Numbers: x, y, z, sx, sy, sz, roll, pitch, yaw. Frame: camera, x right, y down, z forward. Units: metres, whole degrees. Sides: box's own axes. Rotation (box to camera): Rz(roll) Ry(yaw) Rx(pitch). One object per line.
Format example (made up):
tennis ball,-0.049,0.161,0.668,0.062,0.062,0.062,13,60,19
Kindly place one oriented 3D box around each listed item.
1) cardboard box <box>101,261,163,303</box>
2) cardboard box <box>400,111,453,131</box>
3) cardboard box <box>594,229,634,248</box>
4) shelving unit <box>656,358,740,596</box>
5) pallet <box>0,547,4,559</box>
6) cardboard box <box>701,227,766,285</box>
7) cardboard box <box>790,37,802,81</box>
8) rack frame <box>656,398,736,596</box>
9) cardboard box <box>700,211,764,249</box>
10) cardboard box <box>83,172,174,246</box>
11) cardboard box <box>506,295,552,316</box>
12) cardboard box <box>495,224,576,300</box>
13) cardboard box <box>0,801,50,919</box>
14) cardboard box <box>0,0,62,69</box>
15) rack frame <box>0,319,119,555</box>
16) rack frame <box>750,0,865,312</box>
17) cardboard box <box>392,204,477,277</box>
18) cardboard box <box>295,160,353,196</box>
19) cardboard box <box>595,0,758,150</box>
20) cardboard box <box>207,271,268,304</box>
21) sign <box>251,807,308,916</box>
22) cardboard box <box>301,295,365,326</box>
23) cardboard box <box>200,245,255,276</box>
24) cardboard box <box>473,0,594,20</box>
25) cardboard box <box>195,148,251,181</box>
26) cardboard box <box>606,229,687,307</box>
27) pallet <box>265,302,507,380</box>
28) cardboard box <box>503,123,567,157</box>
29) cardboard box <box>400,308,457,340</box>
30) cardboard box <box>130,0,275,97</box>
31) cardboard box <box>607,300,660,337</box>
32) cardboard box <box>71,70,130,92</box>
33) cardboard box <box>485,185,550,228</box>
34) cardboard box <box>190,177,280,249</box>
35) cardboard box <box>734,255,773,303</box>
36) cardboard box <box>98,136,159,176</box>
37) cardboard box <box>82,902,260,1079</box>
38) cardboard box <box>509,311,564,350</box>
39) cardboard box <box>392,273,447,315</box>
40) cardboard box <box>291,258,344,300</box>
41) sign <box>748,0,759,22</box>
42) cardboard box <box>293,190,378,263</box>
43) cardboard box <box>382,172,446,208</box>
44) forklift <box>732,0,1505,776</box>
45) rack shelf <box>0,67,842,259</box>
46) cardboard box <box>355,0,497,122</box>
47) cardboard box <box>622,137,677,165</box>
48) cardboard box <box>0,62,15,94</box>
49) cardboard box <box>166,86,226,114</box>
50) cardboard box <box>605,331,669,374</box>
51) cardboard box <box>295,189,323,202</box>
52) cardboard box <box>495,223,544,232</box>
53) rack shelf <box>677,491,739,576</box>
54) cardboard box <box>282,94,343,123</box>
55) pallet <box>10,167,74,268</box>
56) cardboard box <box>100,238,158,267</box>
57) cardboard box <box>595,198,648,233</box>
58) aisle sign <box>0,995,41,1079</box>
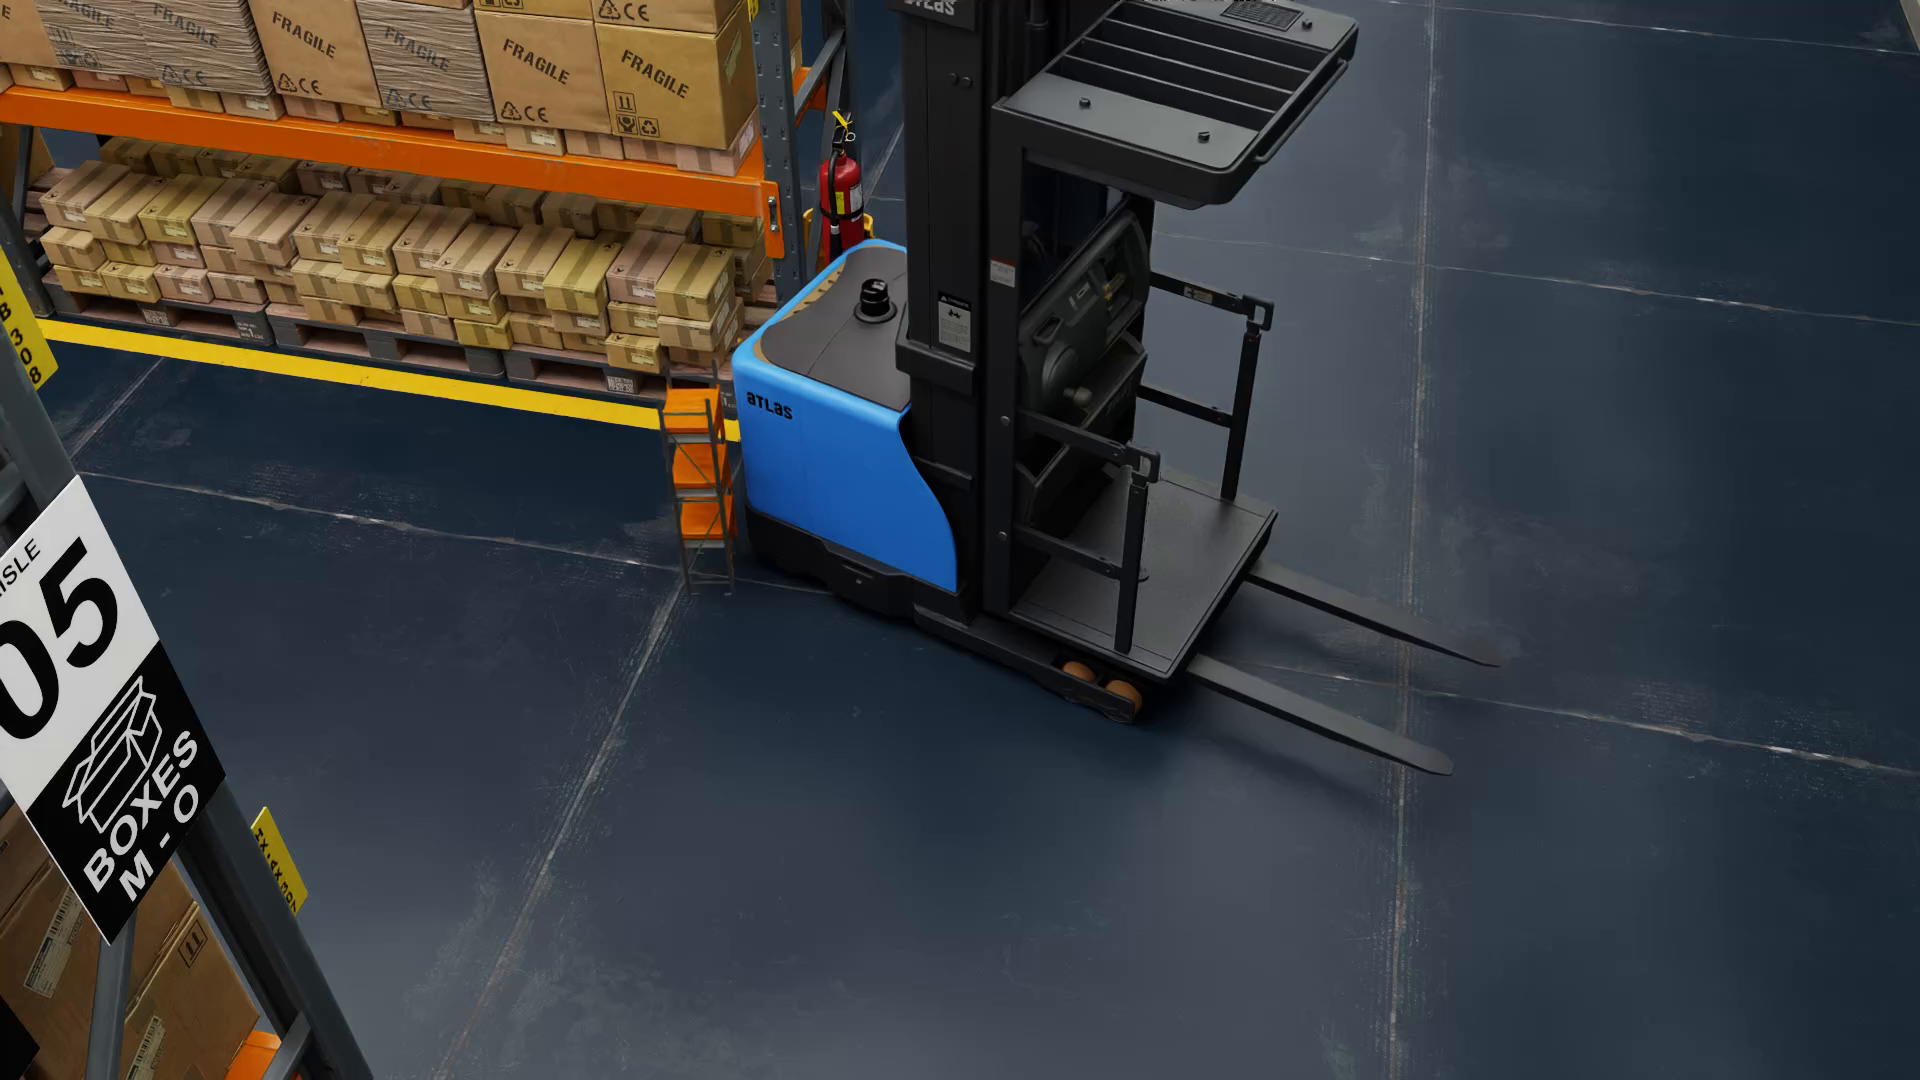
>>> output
cardboard box,-3.993,-1.349,8.202,0.250,0.149,0.380,10,45,10
cardboard box,-2.252,-1.955,7.259,0.250,0.149,0.380,7,44,7
cardboard box,-1.603,-1.473,8.116,0.250,0.149,0.380,9,45,10
shelving unit,-1.043,-0.234,6.696,0.215,1.050,0.252,0,44,0
pallet,-2.343,0.279,2.658,1.213,0.211,1.003,9,45,9
cardboard box,-1.090,-1.417,8.057,0.250,0.149,0.380,11,45,11
cardboard box,-0.879,-2.113,7.423,0.250,0.149,0.380,8,45,9
rack frame,-1.041,-0.150,6.608,0.200,1.050,0.008,0,44,0
cardboard box,-1.072,-1.580,8.013,0.250,0.149,0.380,7,44,7
cardboard box,-3.991,-1.602,8.036,0.250,0.149,0.380,11,45,11
cardboard box,-1.959,-1.238,7.872,0.250,0.149,0.380,8,45,9
cardboard box,-1.958,-1.292,7.713,0.250,0.149,0.380,7,44,7
cardboard box,-1.903,0.562,3.202,0.250,0.149,0.380,10,45,10
cardboard box,-4.110,-2.436,7.291,0.500,0.500,0.500,8,44,8
rack frame,-1.617,-0.728,1.478,0.127,3.000,1.000,9,45,9
rack frame,-0.634,-1.932,7.055,0.127,3.000,1.000,9,45,9
cardboard box,-2.466,-1.410,7.835,0.250,0.149,0.380,7,44,8
cardboard box,-3.111,-1.883,8.328,0.250,0.149,0.380,7,44,7
cardboard box,-1.129,-1.969,6.806,0.500,0.500,0.500,10,45,10
cardboard box,-3.481,-1.342,8.194,0.250,0.149,0.380,8,44,8
sign,-1.490,0.718,3.620,0.005,0.325,0.100,9,45,9
cardboard box,-2.978,-1.221,8.068,0.250,0.149,0.380,8,44,8
cardboard box,-3.479,-1.465,8.107,0.250,0.149,0.380,7,44,7
cardboard box,-1.630,-2.413,6.547,0.500,0.500,0.500,7,44,8
cardboard box,-3.631,-1.954,8.401,0.250,0.149,0.380,8,45,9
cardboard box,-1.439,-1.256,7.676,0.250,0.149,0.380,10,45,10
pallet,-2.681,-1.272,8.380,1.213,0.211,1.003,9,45,9
cardboard box,-1.751,-1.814,7.112,0.250,0.149,0.380,10,45,10
cardboard box,-2.475,-1.143,7.988,0.250,0.149,0.380,10,45,10
cardboard box,-3.142,-2.265,7.114,0.500,0.500,0.500,8,44,8
cardboard box,-1.455,-1.126,7.756,0.250,0.149,0.380,8,44,8
cardboard box,-3.793,-2.189,7.503,0.250,0.149,0.380,7,44,7
cardboard box,-2.113,-1.695,8.132,0.250,0.149,0.380,10,45,11
cardboard box,-3.474,-1.573,8.005,0.250,0.149,0.380,8,44,8
cardboard box,-1.076,-1.352,8.205,0.250,0.149,0.380,10,45,10
cardboard box,-4.134,-1.999,8.448,0.250,0.149,0.380,10,45,10
cardboard box,-2.022,1.130,3.801,0.500,0.500,0.500,9,45,9
cardboard box,-1.950,-1.092,7.935,0.250,0.149,0.380,9,45,9
cardboard box,-2.474,-1.249,7.883,0.250,0.149,0.380,11,45,11
cardboard box,-2.983,-1.326,7.963,0.250,0.149,0.380,9,45,9
sign,-0.775,-2.091,6.156,0.005,0.325,0.100,9,45,9
cardboard box,-2.960,-1.494,7.923,0.250,0.149,0.380,7,44,7
cardboard box,-2.626,-1.739,8.178,0.250,0.149,0.380,9,45,9
forklift,0.632,-0.772,5.898,3.031,2.935,1.130,22,48,21
rack shelf,-2.586,-1.976,7.619,4.000,0.370,1.077,9,45,9
cardboard box,-2.128,-2.121,6.964,0.500,0.500,0.500,9,45,9
cardboard box,-1.249,-1.763,7.060,0.250,0.149,0.380,9,45,9
cardboard box,-4.333,-2.183,7.496,0.250,0.149,0.380,10,45,11
cardboard box,-3.297,-2.062,7.370,0.250,0.149,0.380,10,45,10
cardboard box,-1.467,-0.965,7.803,0.250,0.149,0.380,10,45,10
cardboard box,-3.153,-1.746,8.399,0.250,0.149,0.380,10,45,10
cardboard box,-2.109,-1.562,8.208,0.250,0.149,0.380,7,44,7
rack shelf,-1.043,-0.026,6.896,0.215,0.259,0.240,0,44,0
cardboard box,-2.765,-2.007,7.314,0.250,0.149,0.380,10,45,11
pallet,-5.298,-1.650,8.772,1.213,0.211,1.003,9,45,9
cardboard box,-3.988,-1.520,8.165,0.250,0.149,0.380,9,45,9
cardboard box,-1.585,-1.665,8.101,0.250,0.149,0.380,9,45,9
aisle sign,-1.614,0.717,2.427,0.004,0.787,0.394,9,45,9
